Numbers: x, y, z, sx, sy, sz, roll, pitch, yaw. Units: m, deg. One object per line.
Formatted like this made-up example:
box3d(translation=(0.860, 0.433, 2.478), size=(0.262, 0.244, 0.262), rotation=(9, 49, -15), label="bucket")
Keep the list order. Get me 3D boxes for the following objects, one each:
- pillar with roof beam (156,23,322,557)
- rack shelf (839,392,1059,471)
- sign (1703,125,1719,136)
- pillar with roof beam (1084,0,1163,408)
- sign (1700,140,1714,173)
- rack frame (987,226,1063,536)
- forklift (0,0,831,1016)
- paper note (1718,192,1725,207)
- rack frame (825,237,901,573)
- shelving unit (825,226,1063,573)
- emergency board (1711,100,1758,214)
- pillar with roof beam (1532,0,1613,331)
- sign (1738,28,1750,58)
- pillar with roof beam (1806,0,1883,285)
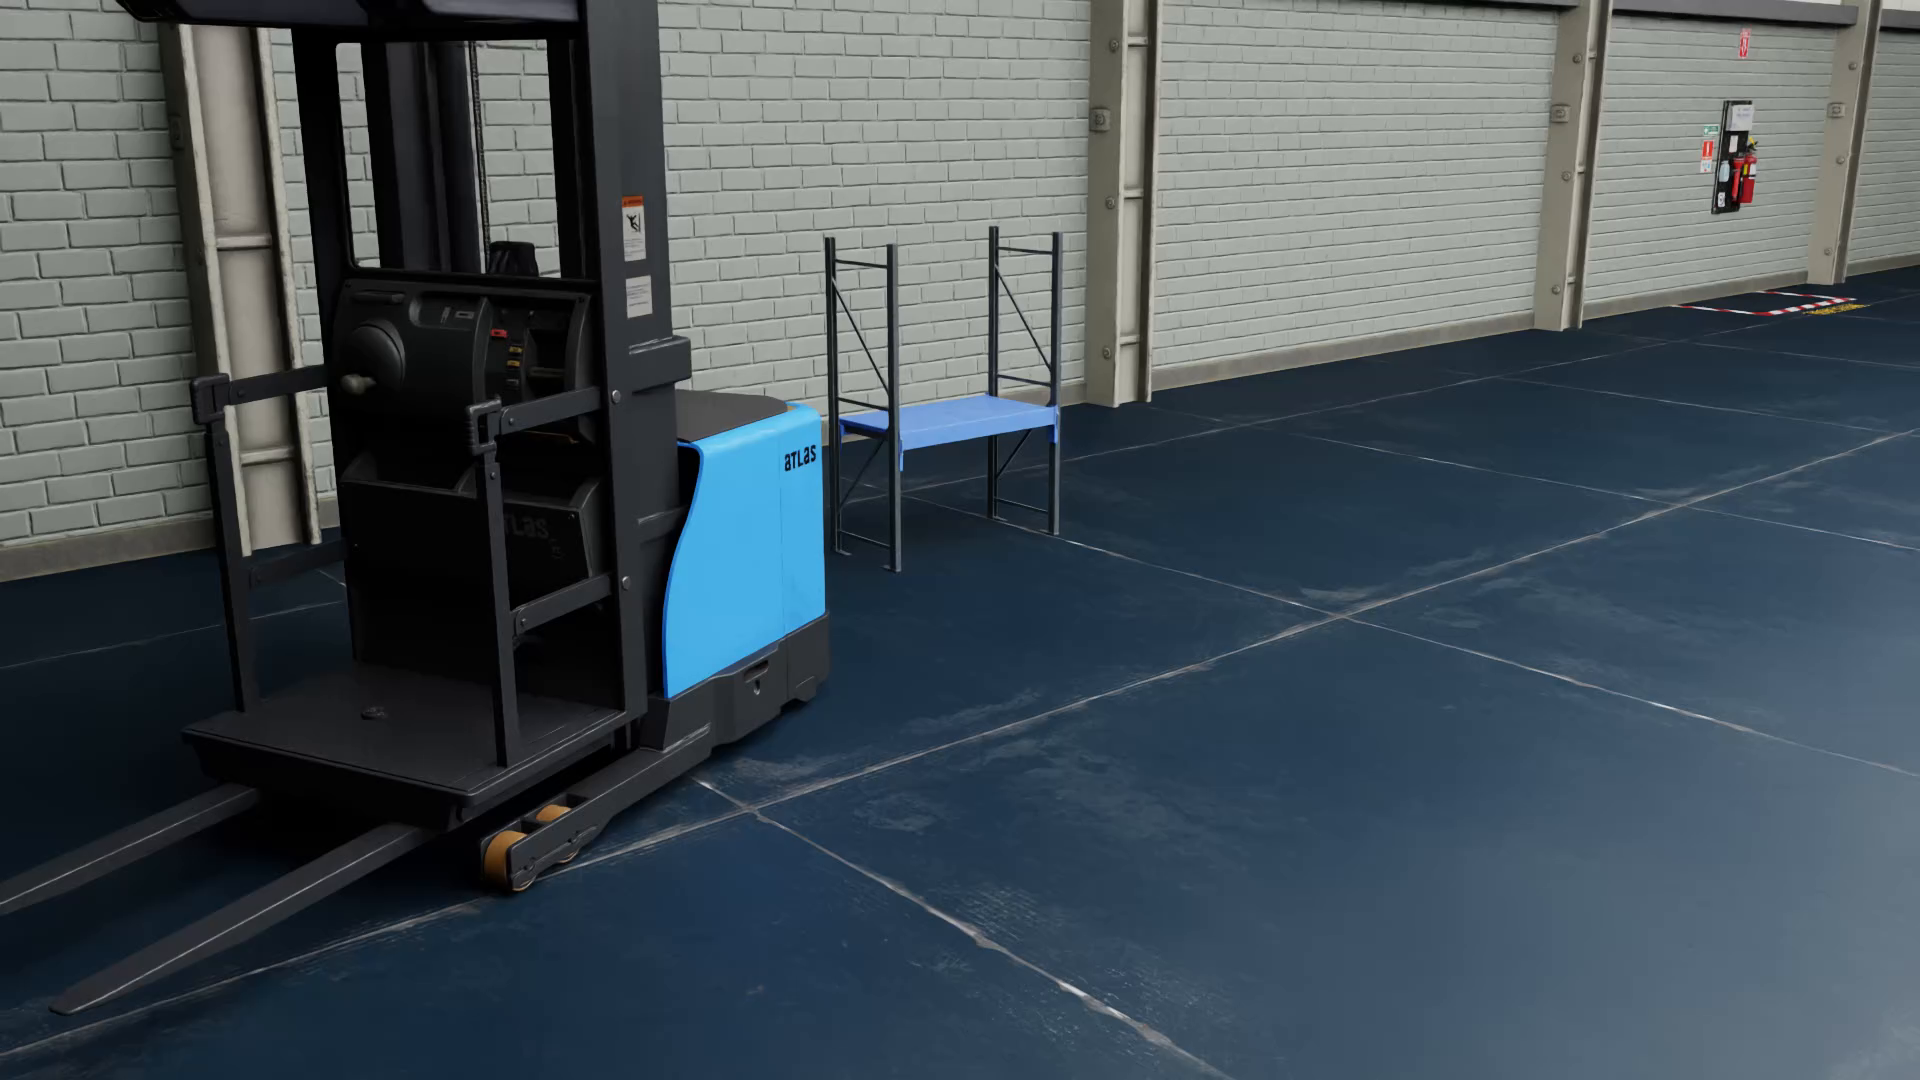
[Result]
box3d(translation=(-0.566, -3.491, 3.882), size=(0.400, 9.000, 9.100), rotation=(-13, 19, -39), label="pillar with roof beam")
box3d(translation=(-0.064, -0.536, 8.049), size=(1.000, 0.185, 0.538), rotation=(-13, 19, -39), label="rack shelf")
box3d(translation=(7.822, -4.268, 17.318), size=(0.331, 0.109, 0.001), rotation=(-13, 19, -39), label="sign")
box3d(translation=(3.960, -4.507, 7.687), size=(0.400, 9.000, 9.100), rotation=(-13, 19, -39), label="pillar with roof beam")
box3d(translation=(7.813, -4.012, 17.390), size=(0.234, 0.329, 0.001), rotation=(-13, 19, -39), label="sign")
box3d(translation=(0.319, -0.796, 8.325), size=(0.032, 1.500, 0.500), rotation=(-13, 19, -39), label="rack frame")
box3d(translation=(-1.567, -0.571, 4.708), size=(1.130, 2.935, 3.031), rotation=(7, 16, 25), label="forklift")
box3d(translation=(8.119, -3.627, 17.722), size=(0.142, 0.148, 0.016), rotation=(-13, 19, -39), label="paper note")
box3d(translation=(-0.448, -0.624, 7.680), size=(0.032, 1.500, 0.500), rotation=(-13, 19, -39), label="rack frame")
box3d(translation=(-0.064, -0.710, 8.002), size=(1.048, 1.500, 0.538), rotation=(-13, 19, -39), label="shelving unit")
box3d(translation=(8.298, -4.069, 17.670), size=(0.643, 1.169, 0.194), rotation=(-13, 19, -39), label="emergency board")
box3d(translation=(8.486, -5.524, 11.492), size=(0.400, 9.000, 9.100), rotation=(-13, 19, -39), label="pillar with roof beam")
box3d(translation=(8.226, -5.207, 17.438), size=(0.199, 0.298, 0.001), rotation=(-13, 19, -39), label="sign")
box3d(translation=(13.013, -6.540, 15.298), size=(0.400, 9.000, 9.100), rotation=(-13, 19, -39), label="pillar with roof beam")
